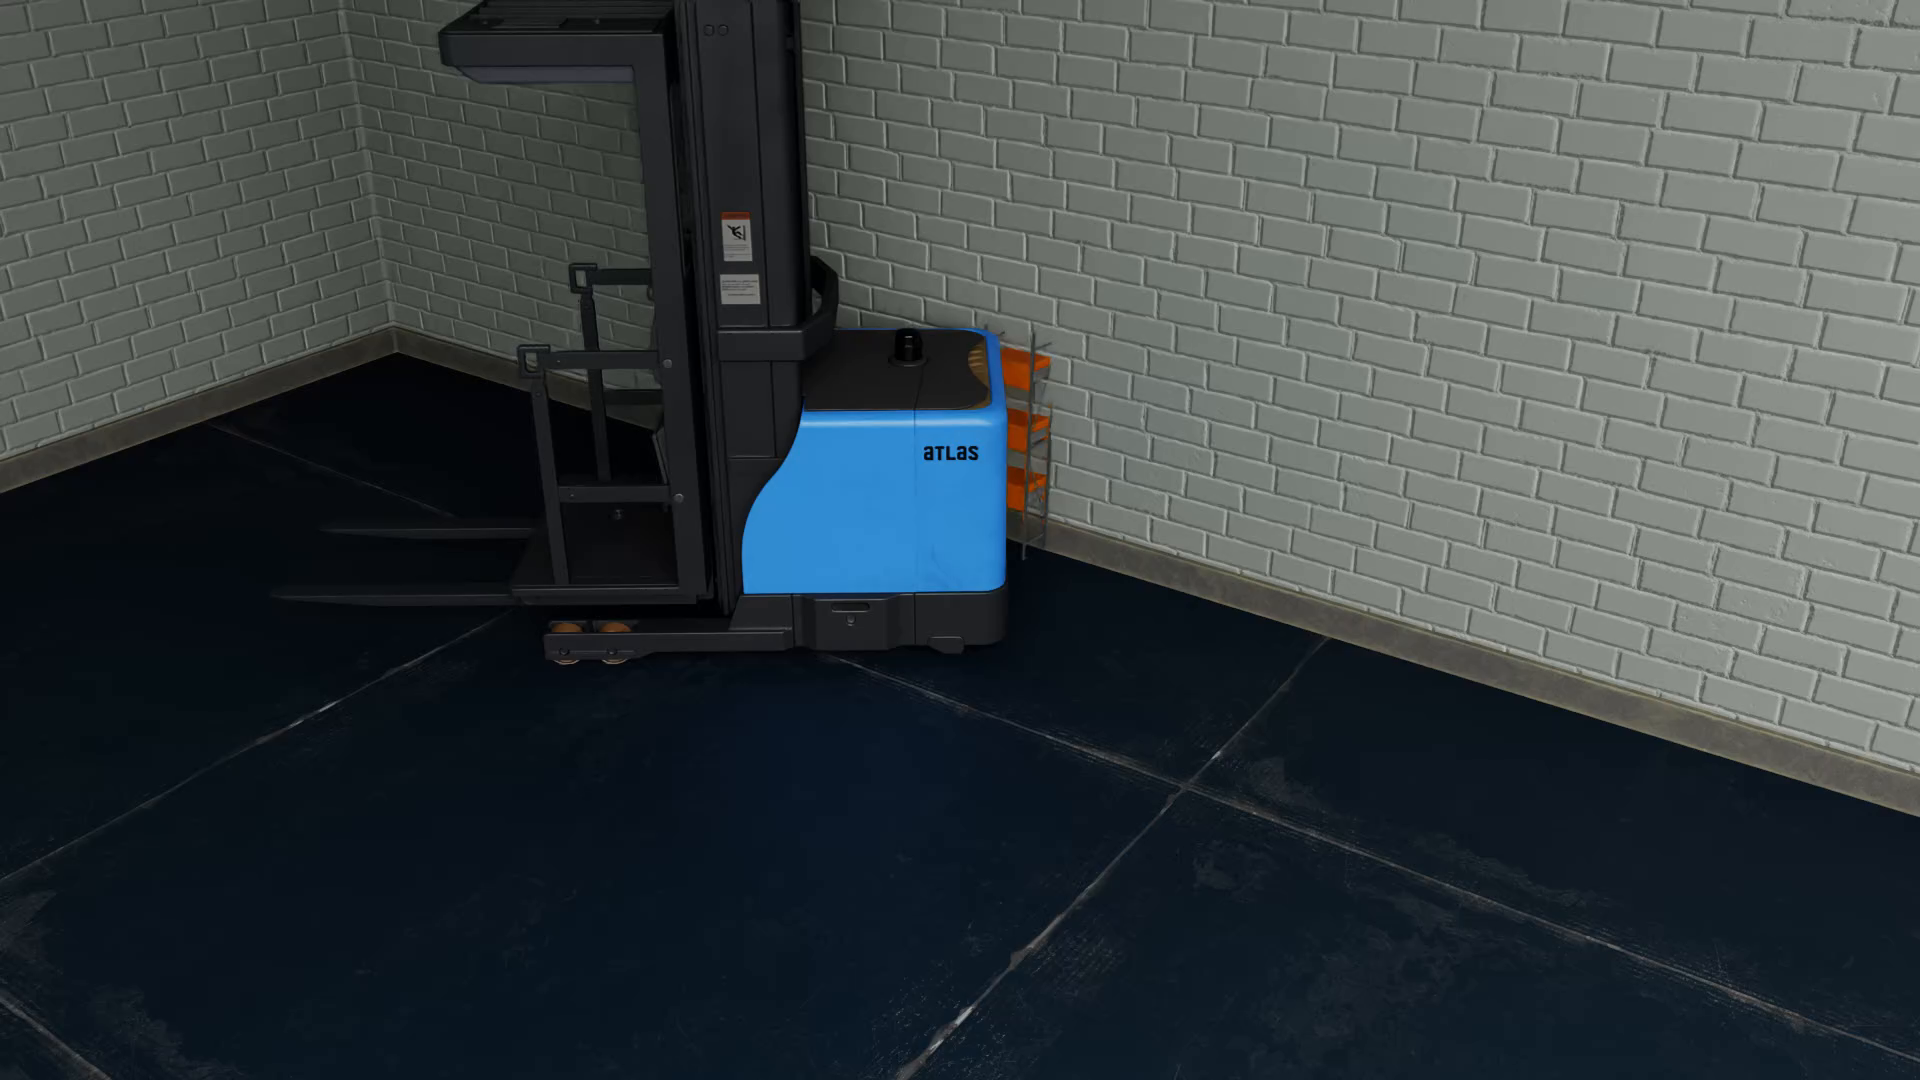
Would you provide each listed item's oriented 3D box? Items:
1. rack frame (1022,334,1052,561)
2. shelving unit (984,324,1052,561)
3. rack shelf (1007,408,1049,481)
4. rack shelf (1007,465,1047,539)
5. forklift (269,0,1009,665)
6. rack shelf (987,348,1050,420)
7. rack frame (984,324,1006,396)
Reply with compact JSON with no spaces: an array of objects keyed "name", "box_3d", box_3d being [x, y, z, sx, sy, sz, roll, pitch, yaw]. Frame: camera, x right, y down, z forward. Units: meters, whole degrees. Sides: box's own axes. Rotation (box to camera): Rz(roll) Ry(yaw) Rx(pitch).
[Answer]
[{"name":"rack frame","box_3d":[0.351,-0.421,7.360,0.008,1.050,0.200,16,27,31]},{"name":"shelving unit","box_3d":[0.251,-0.451,7.422,0.252,1.050,0.215,16,27,31]},{"name":"rack shelf","box_3d":[0.250,-0.441,7.426,0.240,0.259,0.215,16,27,31]},{"name":"rack shelf","box_3d":[0.242,-0.185,7.533,0.240,0.259,0.215,16,27,31]},{"name":"forklift","box_3d":[-1.325,-1.043,6.567,3.031,2.935,1.130,0,27,-1]},{"name":"rack shelf","box_3d":[0.258,-0.703,7.317,0.240,0.259,0.215,16,27,31]},{"name":"rack frame","box_3d":[0.150,-0.480,7.484,0.008,1.050,0.200,16,27,31]}]
